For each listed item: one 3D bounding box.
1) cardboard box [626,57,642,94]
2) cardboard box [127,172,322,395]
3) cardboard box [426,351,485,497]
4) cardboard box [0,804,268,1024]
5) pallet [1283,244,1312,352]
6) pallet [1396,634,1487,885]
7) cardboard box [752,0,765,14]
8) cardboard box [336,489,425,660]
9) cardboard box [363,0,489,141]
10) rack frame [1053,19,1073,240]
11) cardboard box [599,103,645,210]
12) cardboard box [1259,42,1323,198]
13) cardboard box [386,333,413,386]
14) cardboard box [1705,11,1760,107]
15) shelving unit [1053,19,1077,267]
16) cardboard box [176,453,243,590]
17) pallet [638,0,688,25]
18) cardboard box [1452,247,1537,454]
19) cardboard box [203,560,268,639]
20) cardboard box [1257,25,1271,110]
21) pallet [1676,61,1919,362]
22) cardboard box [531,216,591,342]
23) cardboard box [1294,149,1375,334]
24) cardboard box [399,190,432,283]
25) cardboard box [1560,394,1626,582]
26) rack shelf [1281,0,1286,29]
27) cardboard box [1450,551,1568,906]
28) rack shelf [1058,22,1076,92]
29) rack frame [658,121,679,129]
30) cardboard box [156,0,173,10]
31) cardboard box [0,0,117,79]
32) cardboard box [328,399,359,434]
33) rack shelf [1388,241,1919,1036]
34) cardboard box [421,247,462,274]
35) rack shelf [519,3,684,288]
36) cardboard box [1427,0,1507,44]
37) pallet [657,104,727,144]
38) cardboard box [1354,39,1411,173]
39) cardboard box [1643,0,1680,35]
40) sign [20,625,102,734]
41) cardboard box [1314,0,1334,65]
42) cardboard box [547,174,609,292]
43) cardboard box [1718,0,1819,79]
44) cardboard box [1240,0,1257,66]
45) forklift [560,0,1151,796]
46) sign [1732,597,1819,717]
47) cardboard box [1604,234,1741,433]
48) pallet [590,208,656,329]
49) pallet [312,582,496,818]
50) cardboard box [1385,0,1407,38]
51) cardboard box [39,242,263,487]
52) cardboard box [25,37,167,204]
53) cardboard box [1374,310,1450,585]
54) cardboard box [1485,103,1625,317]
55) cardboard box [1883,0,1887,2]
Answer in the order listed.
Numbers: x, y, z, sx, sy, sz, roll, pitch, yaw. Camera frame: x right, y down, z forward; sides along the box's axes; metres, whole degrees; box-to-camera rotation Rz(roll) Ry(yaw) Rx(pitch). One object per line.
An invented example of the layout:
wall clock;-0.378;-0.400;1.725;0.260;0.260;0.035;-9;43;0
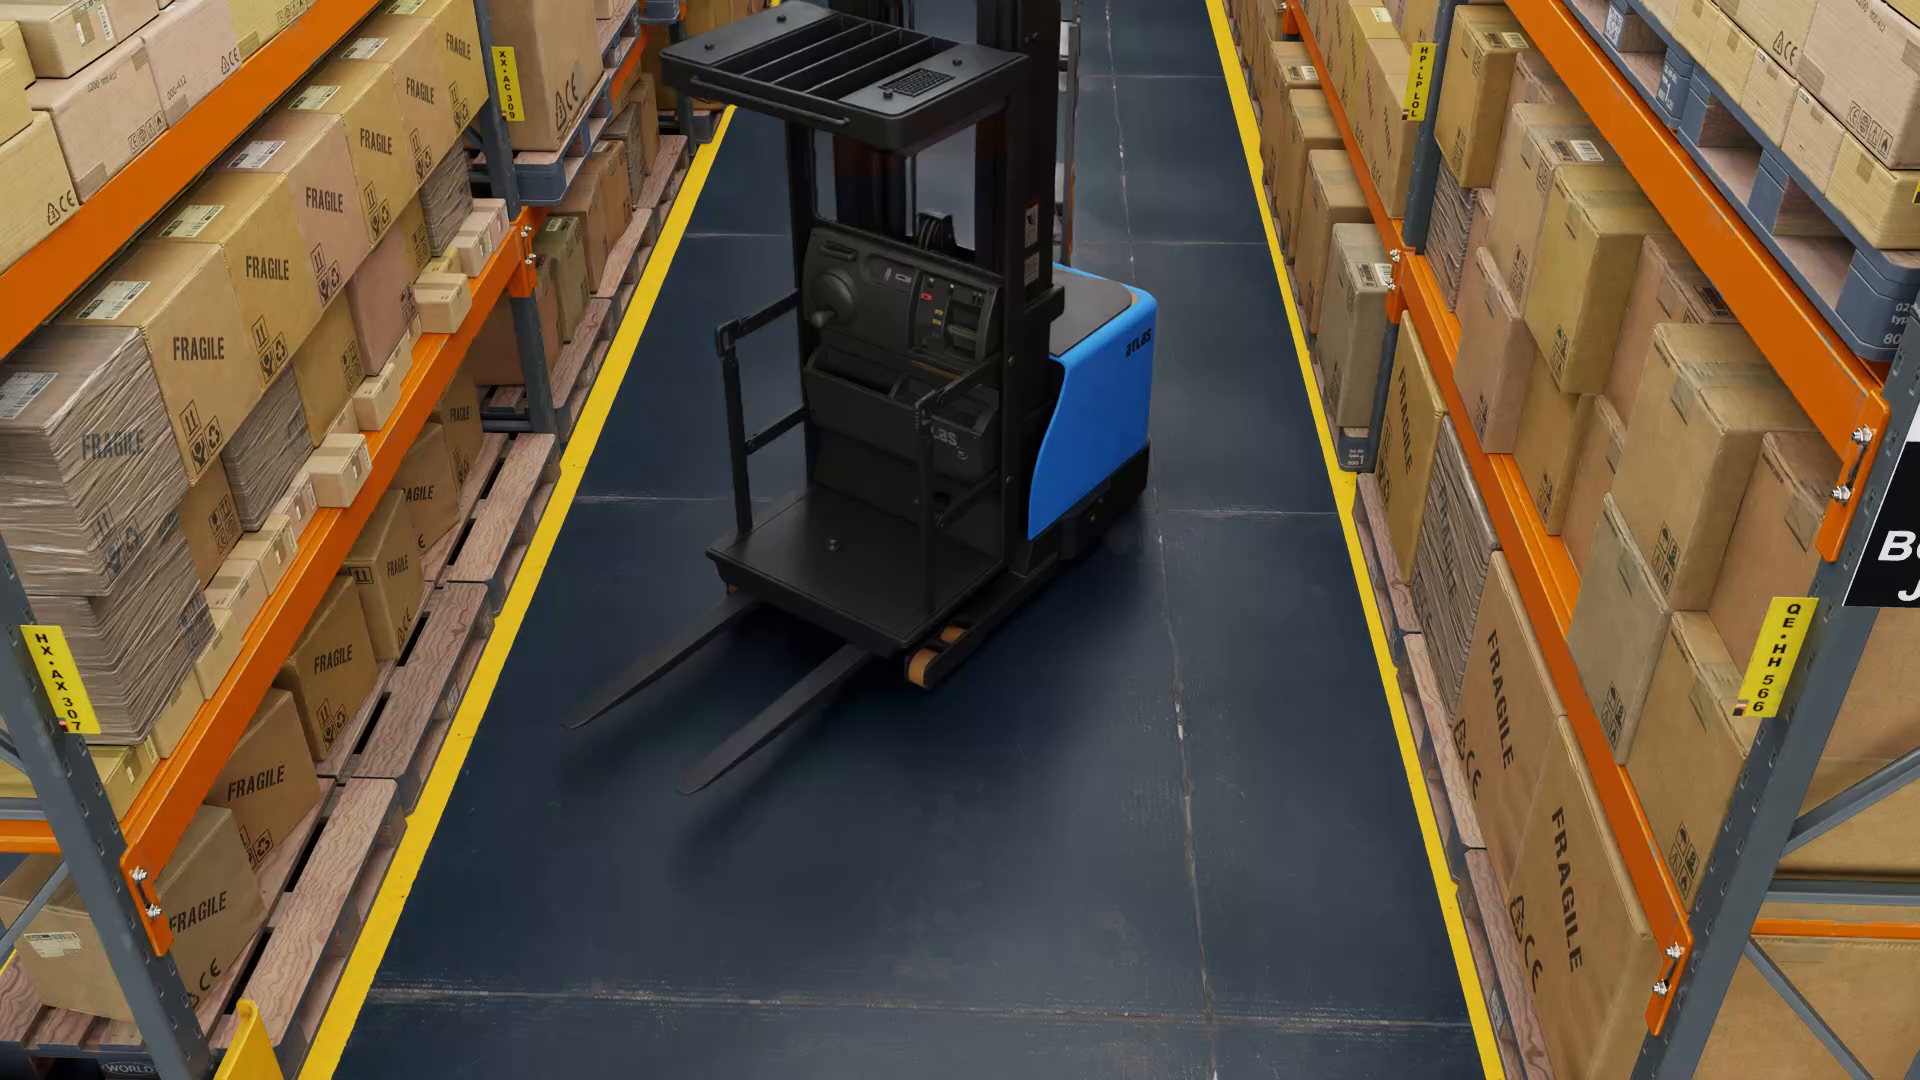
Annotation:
cardboard box;-2.337;-3.002;10.551;0.500;0.250;0.500;3;35;4
cardboard box;-2.321;-0.783;5.040;0.500;0.500;0.500;1;35;2
cardboard box;-2.557;-0.545;7.726;0.500;0.500;0.500;0;35;0
cardboard box;-2.619;1.166;5.291;0.500;0.500;0.500;8;36;11
pallet;2.453;-1.459;9.643;1.003;0.211;1.213;1;35;2
pallet;2.296;0.826;6.391;1.003;0.211;1.213;1;35;2
cardboard box;-2.207;-6.295;15.047;1.225;1.489;5.750;0;35;0
cardboard box;-2.518;0.142;6.747;0.500;0.500;0.500;-2;35;-2
cardboard box;-2.244;-1.932;6.675;0.500;0.500;0.500;1;35;2
rack frame;0.367;-1.702;8.340;0.380;1.831;0.006;3;36;5
cardboard box;-2.356;-2.376;10.314;0.700;0.500;0.500;-1;35;-2
cardboard box;2.498;-2.654;10.509;1.050;0.750;0.750;1;35;1
cardboard box;-2.315;-0.675;6.320;0.380;0.149;0.250;1;35;2
cardboard box;1.997;-1.128;3.904;0.380;0.149;0.250;2;35;2
shelving unit;5.999;-2.532;6.789;11.805;5.066;0.494;3;36;5
cardboard box;-2.711;-0.095;4.931;0.875;0.500;0.500;1;35;2
pallet;-2.262;-3.433;10.193;1.213;0.211;1.003;1;35;2
cardboard box;2.310;-0.677;5.975;0.875;0.550;0.550;1;35;2
cardboard box;-2.368;0.187;5.094;0.380;0.149;0.250;1;35;2
cardboard box;2.377;-3.284;11.622;0.500;0.500;0.500;1;35;2
pallet;2.310;-0.772;3.708;1.003;0.211;1.213;1;35;2
cardboard box;-2.416;-1.408;8.936;0.700;0.500;0.500;1;35;2
cardboard box;2.429;-1.617;9.033;1.050;0.750;0.750;1;35;2
cardboard box;-2.636;-1.244;6.566;0.875;0.500;0.500;1;35;2
cardboard box;2.409;-0.065;5.104;0.875;0.550;0.550;1;35;2
rack shelf;2.692;-4.605;12.320;1.077;0.370;4.000;1;35;2
cardboard box;2.285;0.646;5.704;0.875;0.875;0.875;1;35;1
rack shelf;0.340;-2.232;7.666;0.368;0.174;0.457;3;36;5
rack frame;-2.337;-3.923;10.723;0.949;2.616;0.053;1;35;2
cardboard box;-2.333;-1.555;4.529;0.380;0.149;0.250;0;35;0
cardboard box;-2.343;-1.258;4.107;0.380;0.149;0.250;3;35;4
cardboard box;-2.377;-0.389;5.913;0.380;0.149;0.250;1;35;2
rack shelf;2.371;-0.009;5.780;1.077;0.370;4.000;1;35;2
cardboard box;-2.305;-1.106;6.934;0.380;0.149;0.250;1;35;2
rack shelf;-2.420;-2.480;9.295;1.077;0.370;4.000;1;35;2
cardboard box;2.465;-2.188;7.298;0.700;0.500;0.500;1;35;1
pallet;-2.233;-3.234;12.167;1.003;0.211;1.213;1;35;2
cardboard box;2.226;-2.090;8.028;0.500;0.500;0.500;1;35;1
cardboard box;2.017;-1.420;4.320;0.380;0.149;0.250;2;35;2
sign;-2.119;0.331;3.917;0.100;0.325;0.005;1;35;2
cardboard box;2.286;-2.958;9.263;0.500;0.500;0.500;1;35;2
cardboard box;-2.394;-1.730;9.394;0.730;0.500;0.544;1;35;1
cardboard box;2.052;-1.230;3.702;0.500;0.250;0.500;1;35;2
cardboard box;2.407;-3.886;12.480;0.500;0.500;0.500;0;35;0
forklift;-0.377;-0.906;6.491;1.121;2.935;3.031;23;41;29
sign;1.749;0.255;3.566;0.100;0.325;0.005;1;35;2
cardboard box;2.432;-0.506;4.792;0.875;0.550;0.550;1;35;2
pallet;-2.425;-1.634;9.892;1.003;0.211;1.213;1;35;2
pallet;-2.538;0.605;6.705;1.003;0.211;1.213;1;35;2
cardboard box;2.505;-2.774;8.131;0.700;0.500;0.500;2;35;2
cardboard box;-2.340;-0.495;4.631;0.500;0.500;0.500;1;35;2
cardboard box;-2.369;-1.060;4.171;0.500;0.250;0.500;1;35;1
cardboard box;2.356;-0.395;7.186;0.875;0.875;0.875;2;35;3
cardboard box;2.337;-1.119;5.663;0.875;0.550;0.550;1;35;2
cardboard box;1.977;-1.162;3.260;0.380;0.149;0.250;1;35;2
